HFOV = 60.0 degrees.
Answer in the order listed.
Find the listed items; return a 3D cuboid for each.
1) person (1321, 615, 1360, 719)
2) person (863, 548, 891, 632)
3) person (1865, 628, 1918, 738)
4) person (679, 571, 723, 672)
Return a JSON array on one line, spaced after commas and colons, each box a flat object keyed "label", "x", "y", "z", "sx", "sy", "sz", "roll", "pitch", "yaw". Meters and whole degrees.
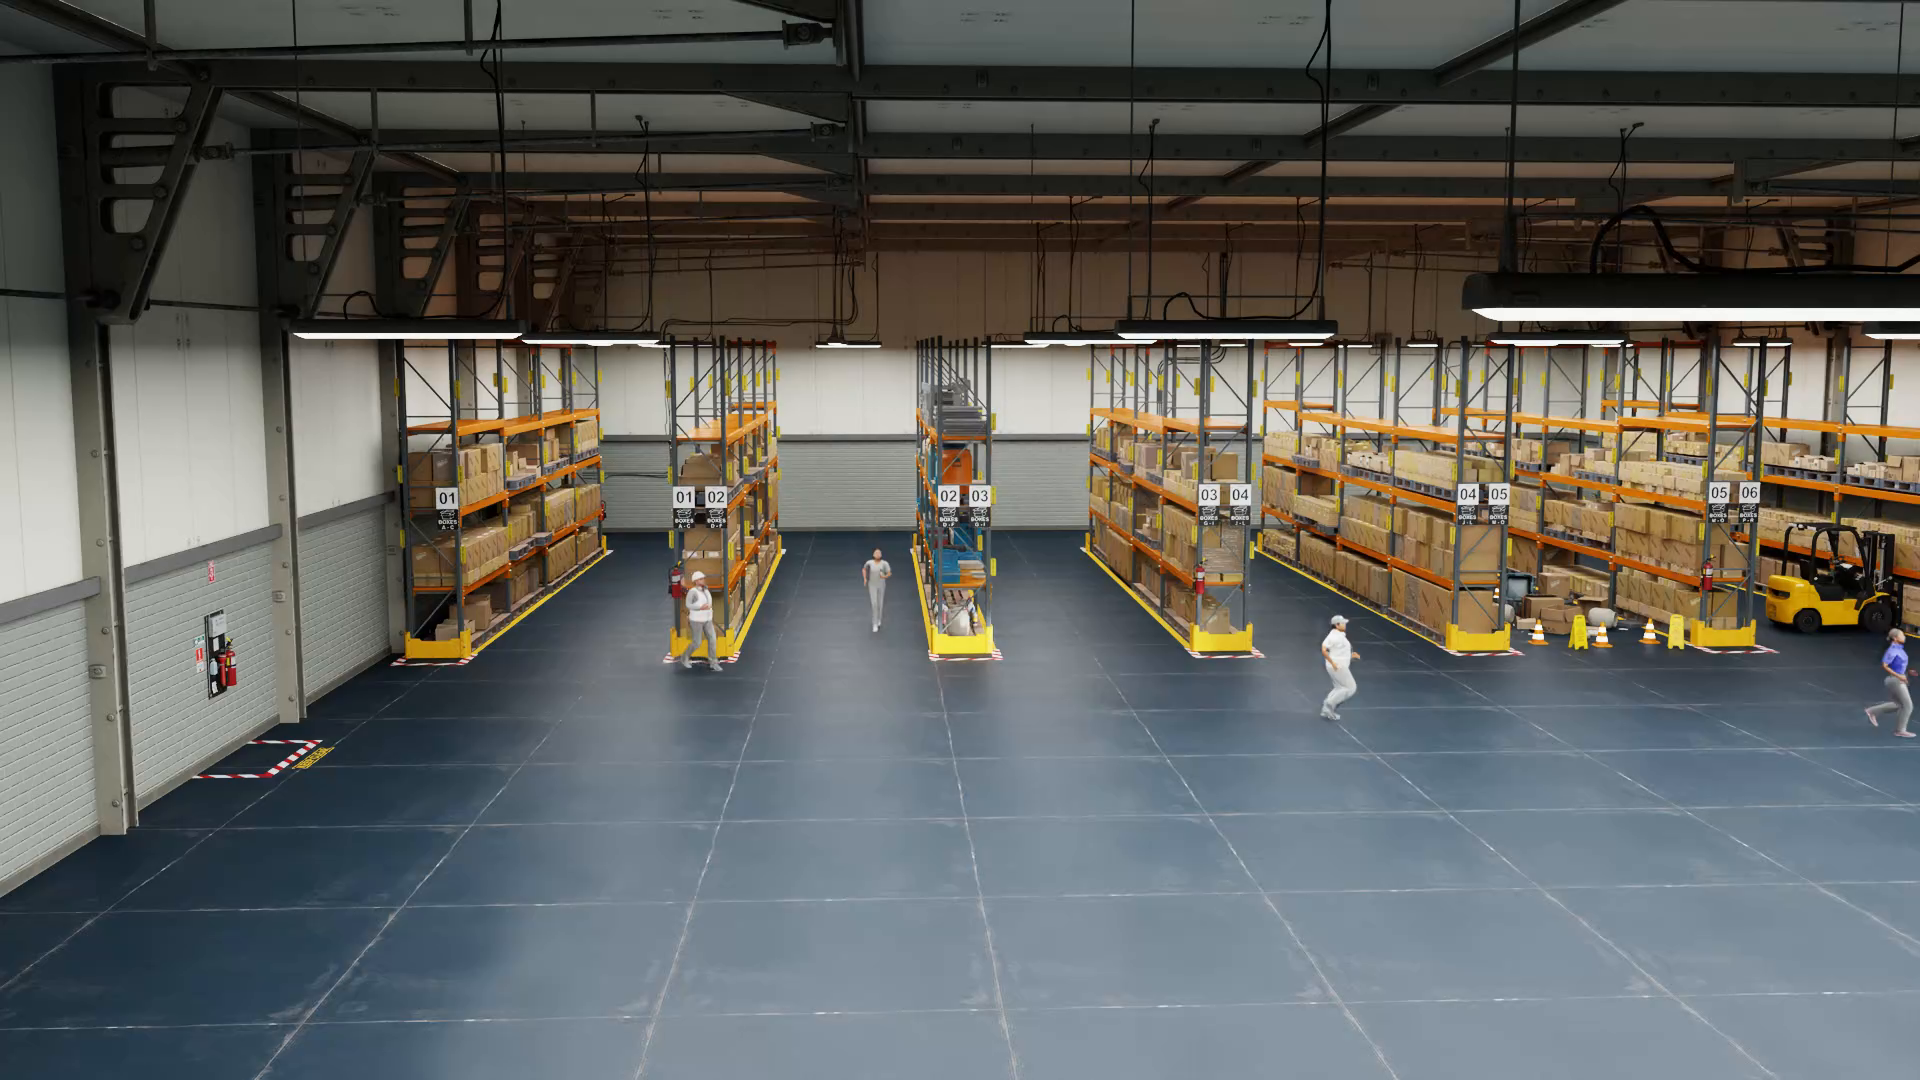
[{"label": "person", "x": 5.920, "y": 1.987, "z": 25.832, "sx": 0.570, "sy": 1.618, "sz": 0.592, "roll": 2, "pitch": 7, "yaw": 18}, {"label": "person", "x": -1.697, "y": 0.988, "z": 34.182, "sx": 0.568, "sy": 1.680, "sz": 0.882, "roll": -1, "pitch": 7, "yaw": -8}, {"label": "person", "x": 13.895, "y": 2.116, "z": 24.760, "sx": 0.681, "sy": 1.608, "sz": 0.581, "roll": 5, "pitch": 8, "yaw": 35}, {"label": "person", "x": -4.641, "y": 1.453, "z": 29.765, "sx": 0.854, "sy": 1.790, "sz": 0.666, "roll": 4, "pitch": 8, "yaw": 33}]
